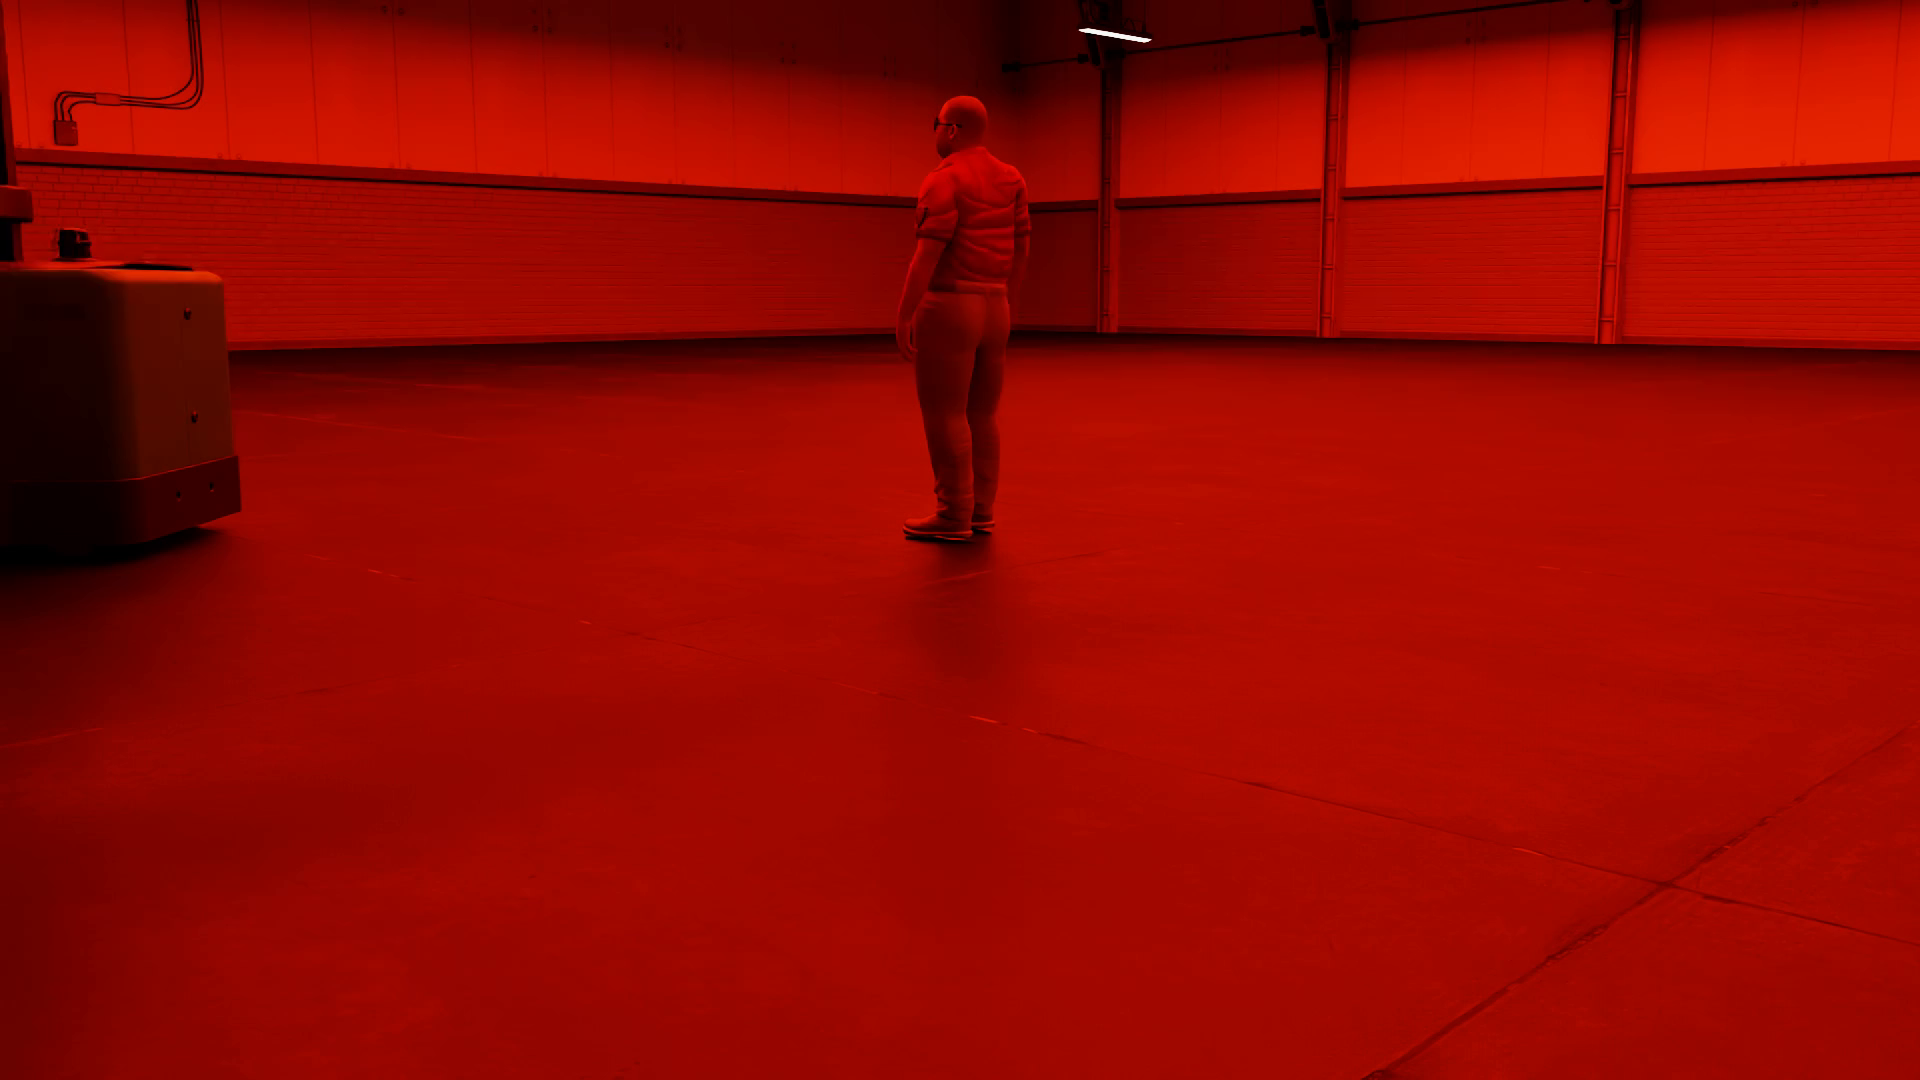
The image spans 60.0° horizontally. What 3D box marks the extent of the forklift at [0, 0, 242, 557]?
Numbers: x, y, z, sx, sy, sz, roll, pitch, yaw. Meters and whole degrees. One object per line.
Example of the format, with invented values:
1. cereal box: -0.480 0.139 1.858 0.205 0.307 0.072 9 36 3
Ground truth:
1. forklift: -4.547 -1.430 6.372 3.031 2.935 1.130 0 9 -1

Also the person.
1. person: -0.057 -0.873 6.657 0.550 1.728 0.641 8 12 43
